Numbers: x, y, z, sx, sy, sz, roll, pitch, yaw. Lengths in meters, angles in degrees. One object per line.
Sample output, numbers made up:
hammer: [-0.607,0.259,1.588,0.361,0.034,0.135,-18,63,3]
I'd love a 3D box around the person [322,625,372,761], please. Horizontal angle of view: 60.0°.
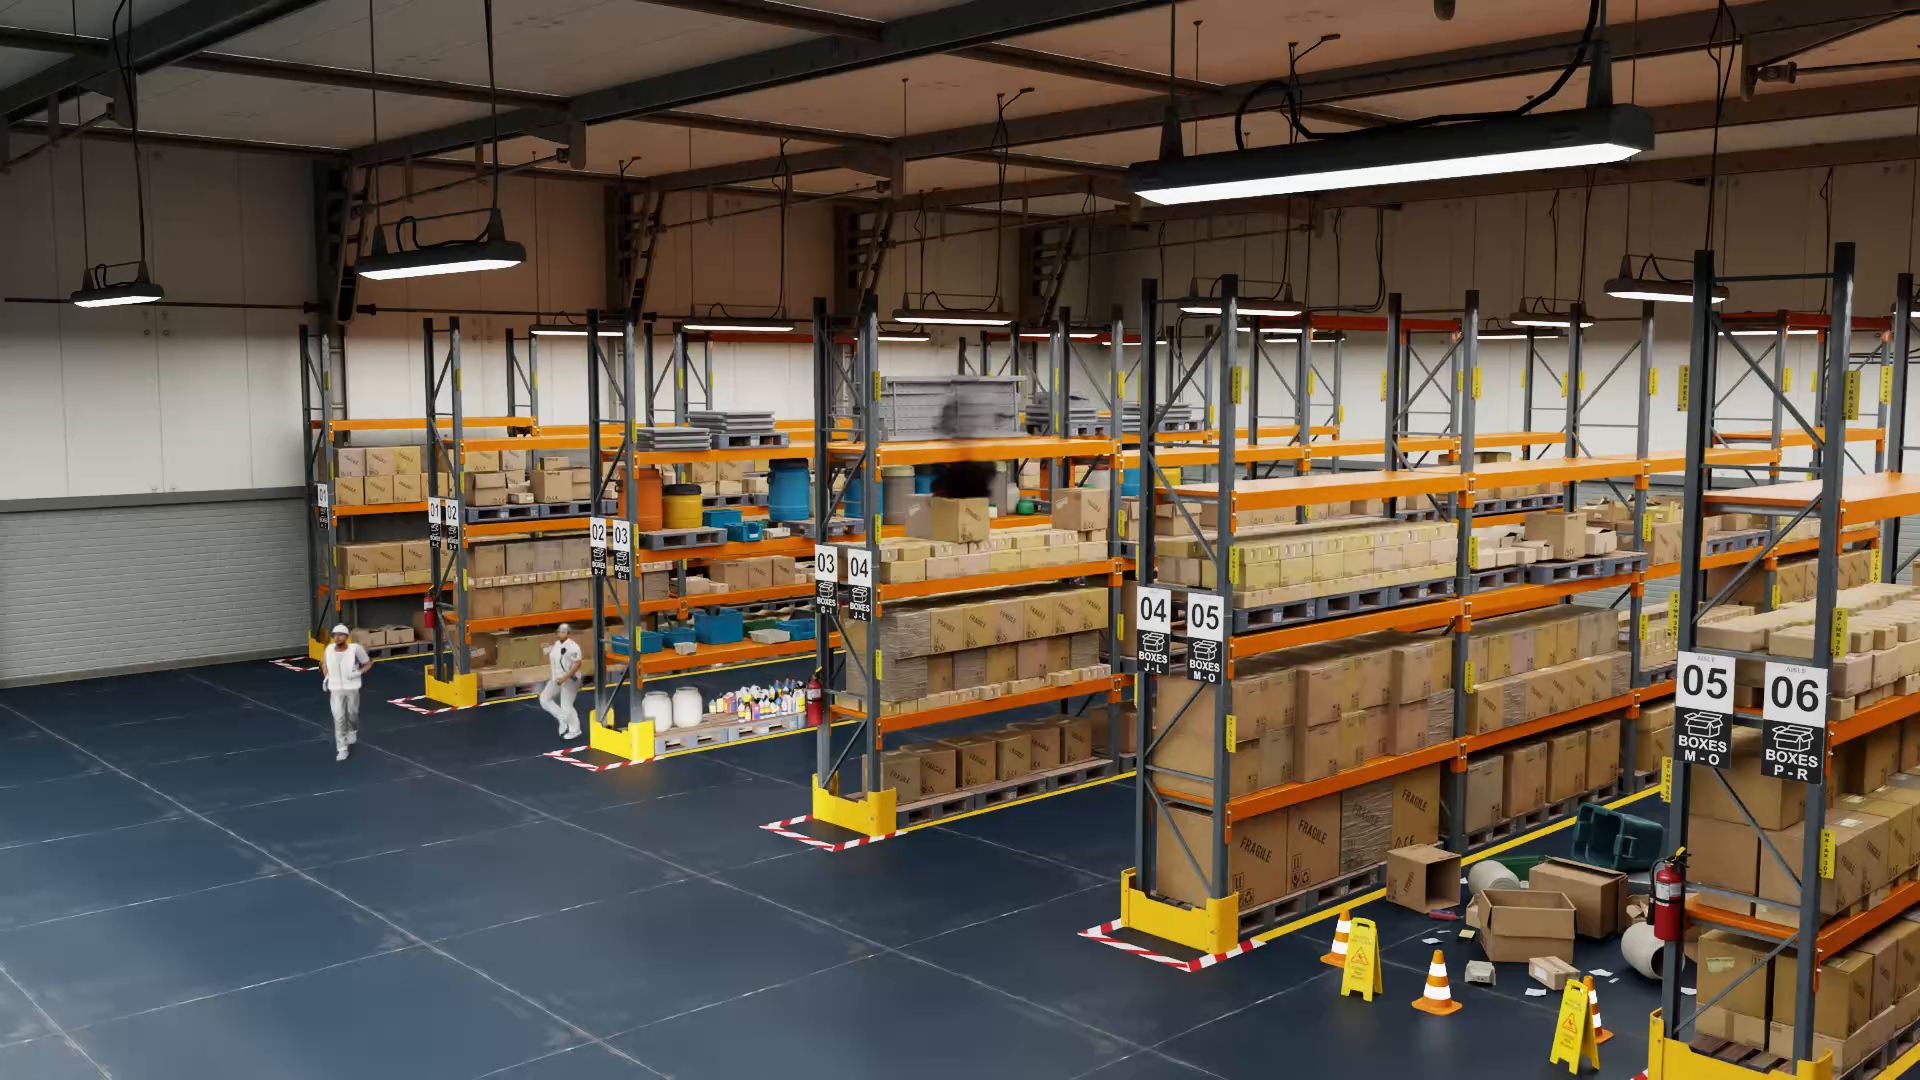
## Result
person: [-8.284,2.021,22.445,0.670,1.786,0.882,-1,6,-9]

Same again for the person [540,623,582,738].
person: [-5.621,1.988,23.475,0.629,1.632,0.548,5,8,40]
